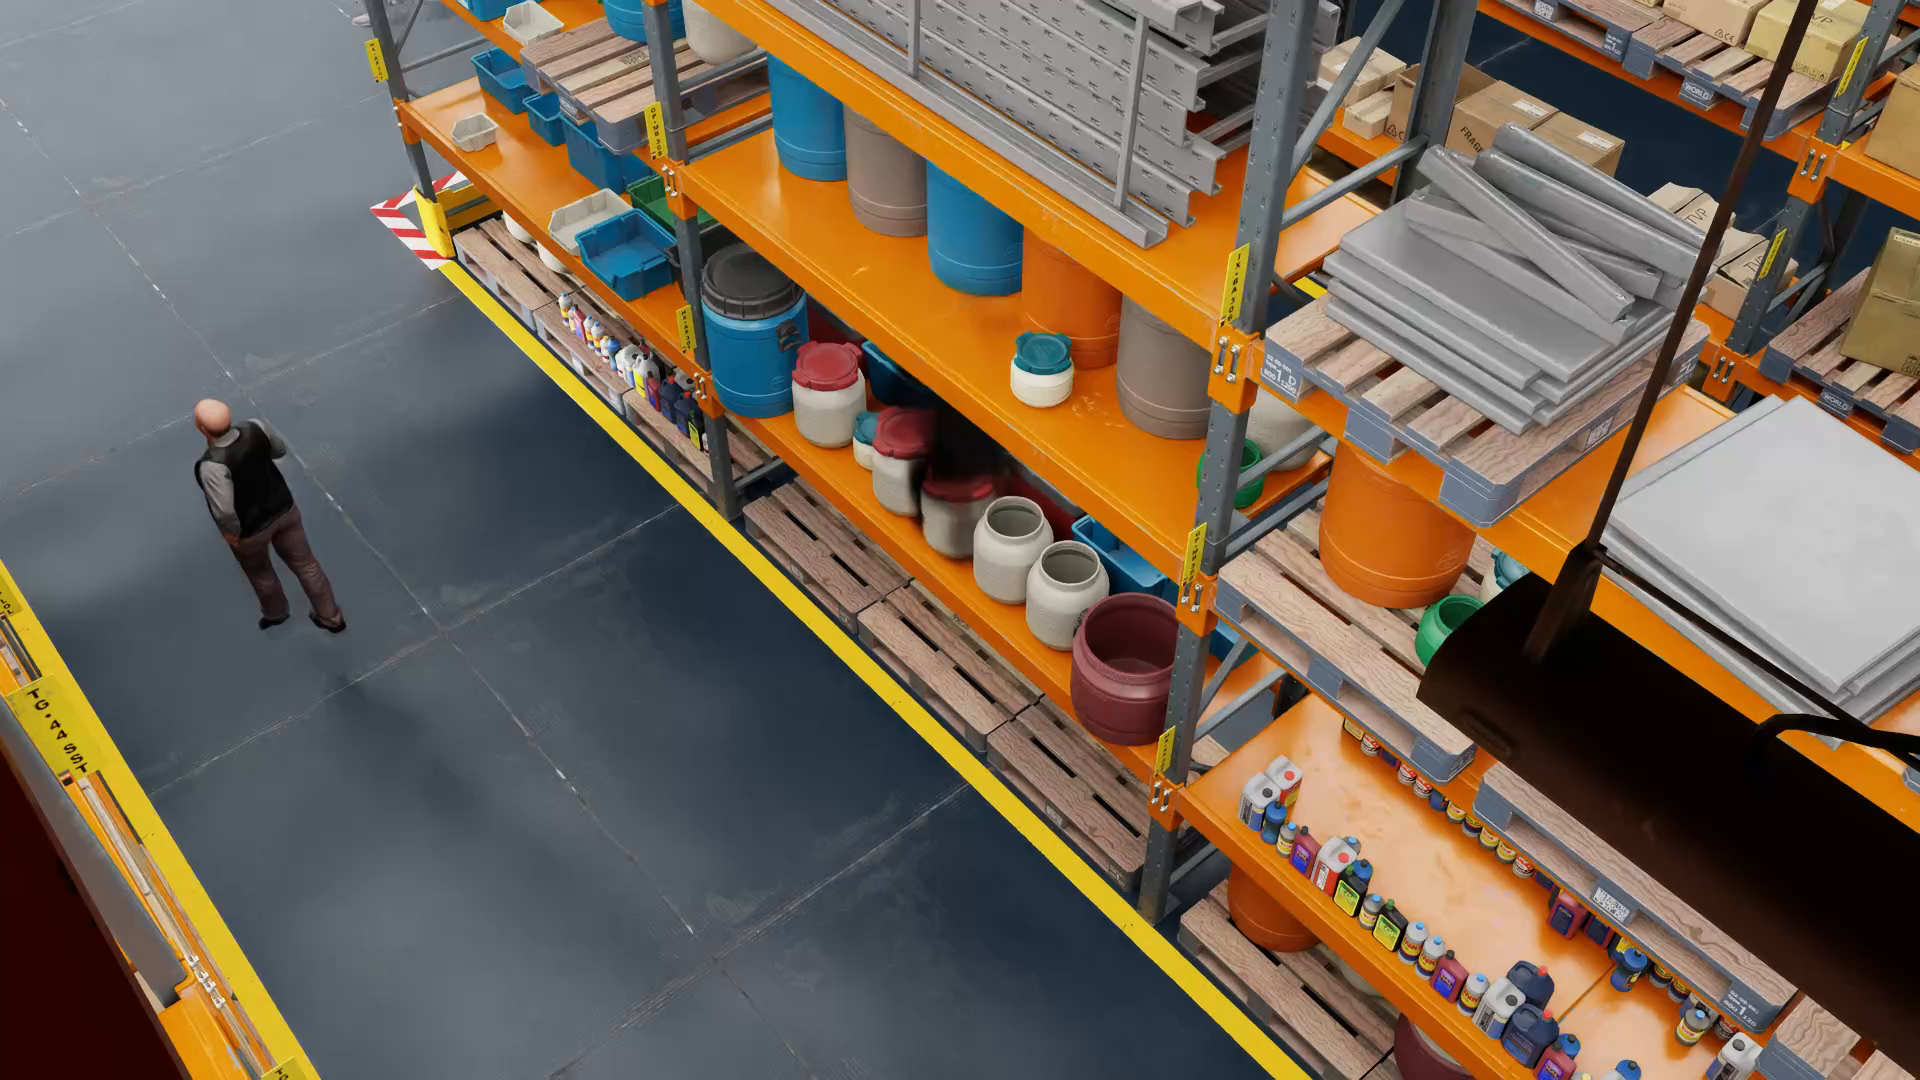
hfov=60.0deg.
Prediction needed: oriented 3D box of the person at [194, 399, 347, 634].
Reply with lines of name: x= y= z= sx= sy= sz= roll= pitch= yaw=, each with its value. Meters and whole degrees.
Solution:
person: x=-4.007 y=-0.097 z=9.538 sx=0.751 sy=1.840 sz=0.642 roll=27 pitch=52 yaw=23

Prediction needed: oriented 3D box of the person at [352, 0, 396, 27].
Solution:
person: x=-5.452 y=-5.463 z=15.014 sx=0.598 sy=1.701 sz=0.681 roll=-11 pitch=48 yaw=-11
